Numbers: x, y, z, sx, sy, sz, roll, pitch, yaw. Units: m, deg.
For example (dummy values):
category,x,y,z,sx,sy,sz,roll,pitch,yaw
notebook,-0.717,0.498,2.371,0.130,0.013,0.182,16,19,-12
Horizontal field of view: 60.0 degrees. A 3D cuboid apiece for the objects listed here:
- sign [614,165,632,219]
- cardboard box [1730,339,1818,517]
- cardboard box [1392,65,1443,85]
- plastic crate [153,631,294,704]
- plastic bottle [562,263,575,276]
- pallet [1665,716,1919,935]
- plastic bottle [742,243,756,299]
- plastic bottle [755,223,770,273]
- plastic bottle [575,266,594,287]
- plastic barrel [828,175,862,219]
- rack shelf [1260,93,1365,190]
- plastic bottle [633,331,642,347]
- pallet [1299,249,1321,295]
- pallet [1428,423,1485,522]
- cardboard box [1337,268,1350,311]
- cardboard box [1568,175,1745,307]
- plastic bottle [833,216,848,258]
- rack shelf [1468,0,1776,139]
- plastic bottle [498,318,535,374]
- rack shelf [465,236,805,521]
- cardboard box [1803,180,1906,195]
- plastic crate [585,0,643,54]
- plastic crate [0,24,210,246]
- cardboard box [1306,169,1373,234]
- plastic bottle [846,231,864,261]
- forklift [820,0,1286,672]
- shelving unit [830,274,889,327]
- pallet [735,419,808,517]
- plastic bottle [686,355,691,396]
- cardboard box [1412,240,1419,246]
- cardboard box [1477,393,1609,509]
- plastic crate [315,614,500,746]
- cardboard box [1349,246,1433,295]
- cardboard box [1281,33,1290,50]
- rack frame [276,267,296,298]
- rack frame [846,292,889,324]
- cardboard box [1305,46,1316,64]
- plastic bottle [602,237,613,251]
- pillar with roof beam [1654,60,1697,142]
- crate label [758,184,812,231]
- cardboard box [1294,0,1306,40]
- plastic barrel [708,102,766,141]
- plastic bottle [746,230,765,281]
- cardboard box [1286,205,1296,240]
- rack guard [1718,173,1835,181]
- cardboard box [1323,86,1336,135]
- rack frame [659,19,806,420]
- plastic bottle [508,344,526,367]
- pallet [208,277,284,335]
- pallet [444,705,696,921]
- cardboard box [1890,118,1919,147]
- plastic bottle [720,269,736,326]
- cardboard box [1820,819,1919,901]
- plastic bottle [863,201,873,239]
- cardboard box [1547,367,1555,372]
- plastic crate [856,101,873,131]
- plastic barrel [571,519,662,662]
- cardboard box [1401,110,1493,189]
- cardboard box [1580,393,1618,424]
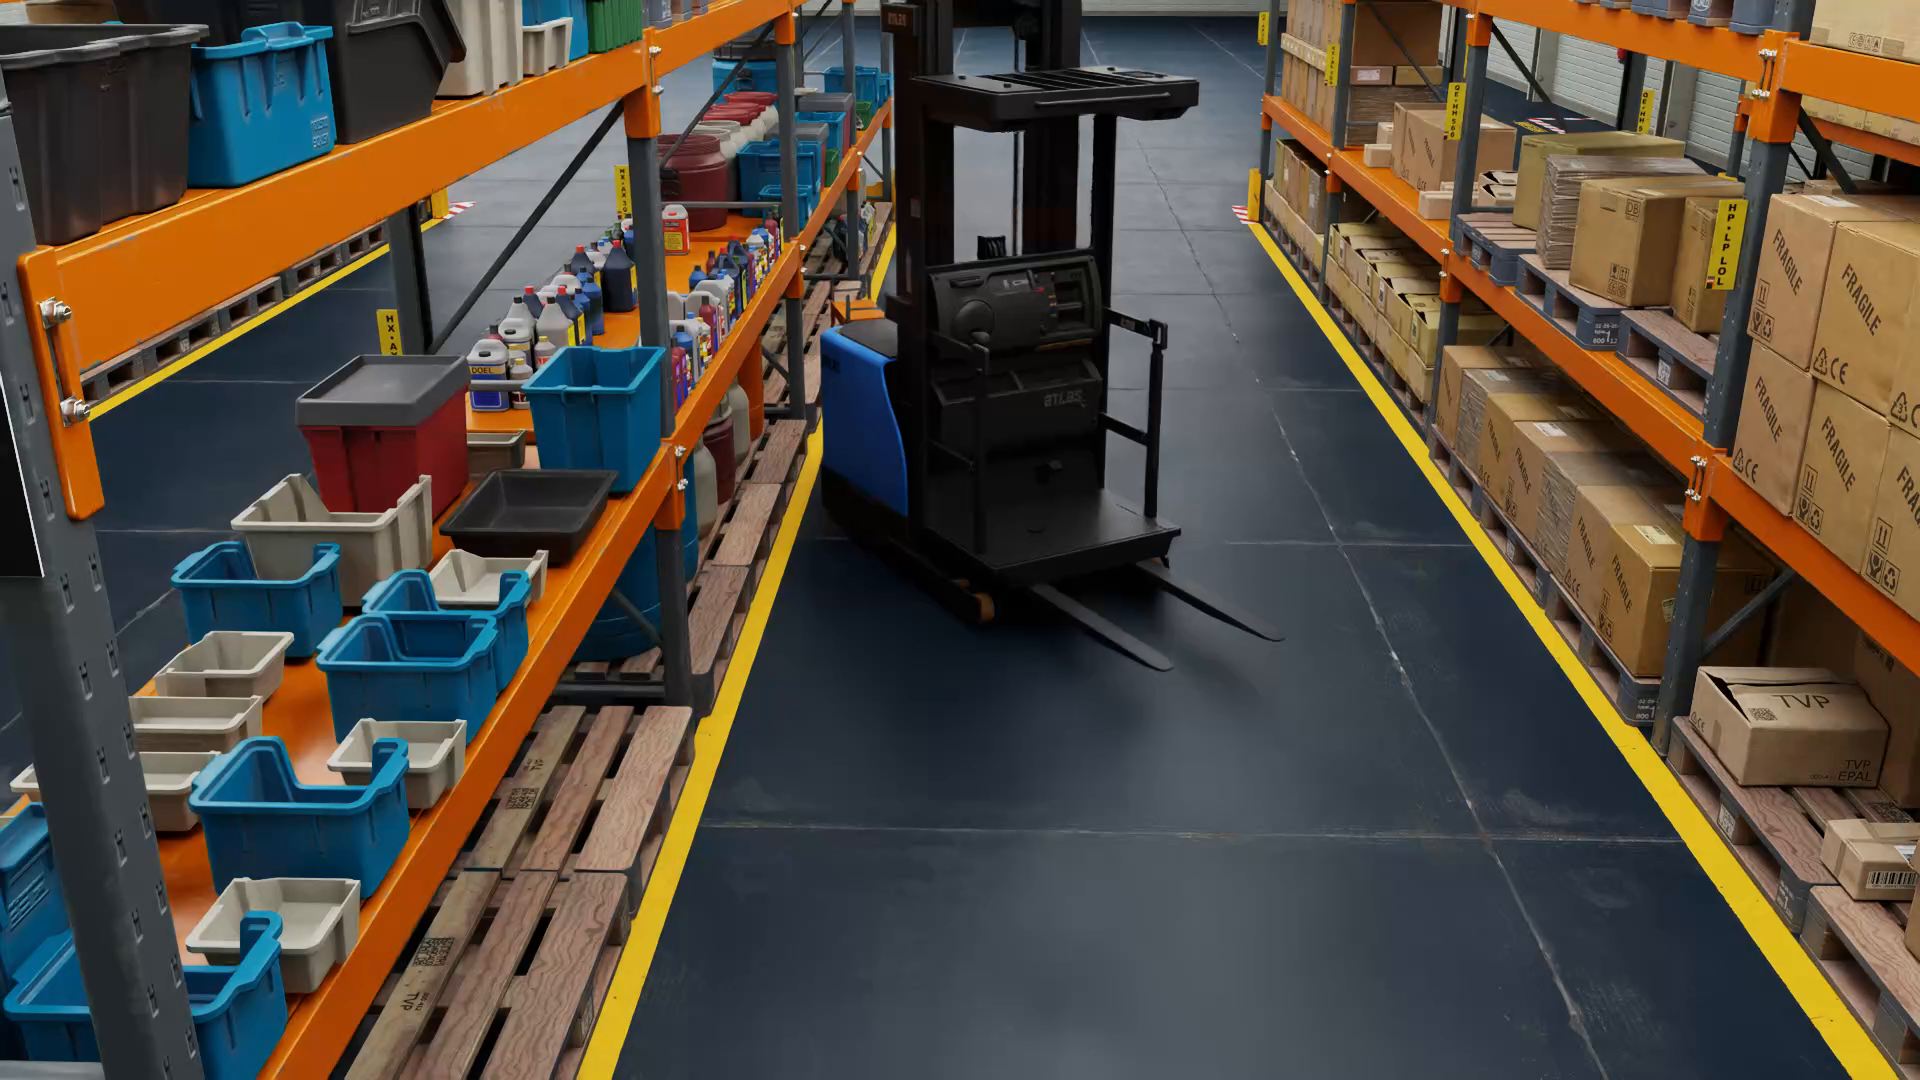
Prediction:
category,x,y,z,sx,sy,sz,roll,pitch,yaw
sign,-2.038,-2.109,10.092,0.100,0.325,0.005,1,21,2
cardboard box,3.054,-0.393,5.756,0.500,0.500,0.500,1,21,3
cardboard box,3.787,-3.864,13.806,0.380,0.149,0.250,1,21,2
plastic crate,-1.890,0.348,4.266,0.298,0.136,0.250,1,21,2
plastic bottle,-1.922,-1.206,8.152,0.061,0.283,0.133,1,21,2
pallet,3.320,1.021,6.106,1.003,0.211,1.213,1,21,2
plastic bottle,-1.109,-1.411,8.680,0.061,0.283,0.133,1,21,2
plastic bottle,-1.108,-1.623,9.243,0.097,0.271,0.097,0,21,0
plastic bottle,-1.842,-1.206,8.168,0.097,0.271,0.097,0,21,0
plastic barrel,-1.203,-3.538,16.859,0.421,0.512,0.421,0,21,0
rack shelf,3.646,-3.808,15.690,1.077,0.370,4.000,1,21,2
plastic bottle,-1.274,-0.699,6.751,0.144,0.351,0.185,1,21,2
pallet,3.651,-2.407,14.940,1.003,0.211,1.213,1,21,2
pallet,3.403,-0.404,9.779,1.003,0.211,1.213,1,21,2
cardboard box,3.308,-2.006,13.272,0.500,0.250,0.500,1,21,3
cardboard box,3.333,-1.409,7.795,0.700,0.500,0.500,-5,22,-12
plastic bottle,-1.071,-2.735,14.984,0.144,0.351,0.185,1,21,2
rack shelf,3.402,-2.314,7.693,1.077,0.370,4.000,1,21,2
plastic bottle,-1.910,-0.804,7.125,0.152,0.276,0.135,1,21,2
rack shelf,-1.549,-0.971,8.379,1.077,0.370,4.000,1,21,2
cardboard box,8.457,-3.133,15.804,0.700,0.500,0.500,-1,21,-2
plastic crate,-1.320,-1.726,5.478,0.450,0.188,0.662,1,21,2
plastic crate,-1.441,-0.611,2.490,0.497,0.269,0.590,1,21,2
cardboard box,3.407,-3.034,14.886,0.500,0.500,0.500,1,21,2
plastic bottle,-0.936,-2.639,14.840,0.152,0.276,0.135,1,21,4
forklift,0.391,-1.143,7.922,1.130,2.935,3.031,-12,24,-28
shelving unit,-0.577,-0.893,9.671,0.258,1.200,0.503,-5,22,-13
pallet,-1.470,-0.444,9.881,1.003,0.211,1.213,1,21,2
plastic bottle,-1.183,-0.709,6.983,0.097,0.201,0.097,0,21,0
cardboard box,3.849,-2.257,13.146,0.500,0.311,0.500,1,21,3
cardboard box,3.133,-0.481,8.970,0.500,0.500,0.500,0,21,1
plastic crate,-1.355,0.351,4.125,0.416,0.233,0.300,1,21,2
cardboard box,3.288,-2.080,12.689,0.500,0.311,0.500,0,21,0
cardboard box,3.479,-5.076,16.929,0.380,0.149,0.250,0,21,1
rack frame,-6.317,-3.530,13.981,1.000,3.000,0.127,1,21,2
rack frame,-0.516,-0.807,9.451,0.240,1.200,0.015,-5,22,-13
cardboard box,3.432,-4.520,15.496,0.380,0.149,0.250,1,21,2
plastic bottle,-1.880,-1.476,8.864,0.097,0.271,0.097,0,21,0
pillar with roof beam,5.381,-9.564,21.238,9.100,9.000,0.400,1,21,2
crate label,-1.100,-2.100,10.525,0.303,0.233,0.416,1,21,2
cardboard box,3.667,-5.140,16.197,0.700,0.500,0.500,0,21,0
plastic barrel,-1.637,-2.930,12.247,0.433,0.535,0.433,0,21,0
plastic bottle,-1.114,-1.553,9.062,0.097,0.271,0.097,0,21,0
cardboard box,3.420,-3.046,15.954,0.500,0.250,0.500,1,21,2
rack guard,8.656,-3.620,17.668,1.175,0.500,0.348,1,21,2
cardboard box,3.602,-3.818,14.583,0.700,0.500,0.500,0,21,1
rack frame,-1.488,-2.029,10.113,1.000,3.000,0.127,1,21,2
plastic bottle,-1.880,-0.726,7.029,0.097,0.201,0.097,0,21,0
pallet,-6.339,-1.949,13.759,1.003,0.211,1.213,1,21,2
pallet,-1.593,0.983,6.203,1.003,0.211,1.213,1,21,2
cardboard box,8.248,-3.481,14.033,0.500,0.250,0.500,1,21,2
plastic bottle,-1.146,-1.182,8.106,0.097,0.271,0.097,0,21,0
cardboard box,3.096,1.051,5.483,0.380,0.166,0.250,1,21,2
plastic bottle,-0.903,-3.022,15.725,0.144,0.351,0.185,2,21,4
cardboard box,3.773,-1.074,10.870,0.500,0.250,0.500,1,21,1
plastic crate,-1.043,-3.865,15.135,0.450,0.188,0.662,1,21,2
plastic barrel,-1.576,0.003,7.195,0.600,0.901,0.708,1,21,2
cardboard box,3.514,-2.817,12.005,0.500,0.500,0.500,1,21,2
cardboard box,3.653,-0.486,8.981,0.500,0.500,0.500,0,21,0
